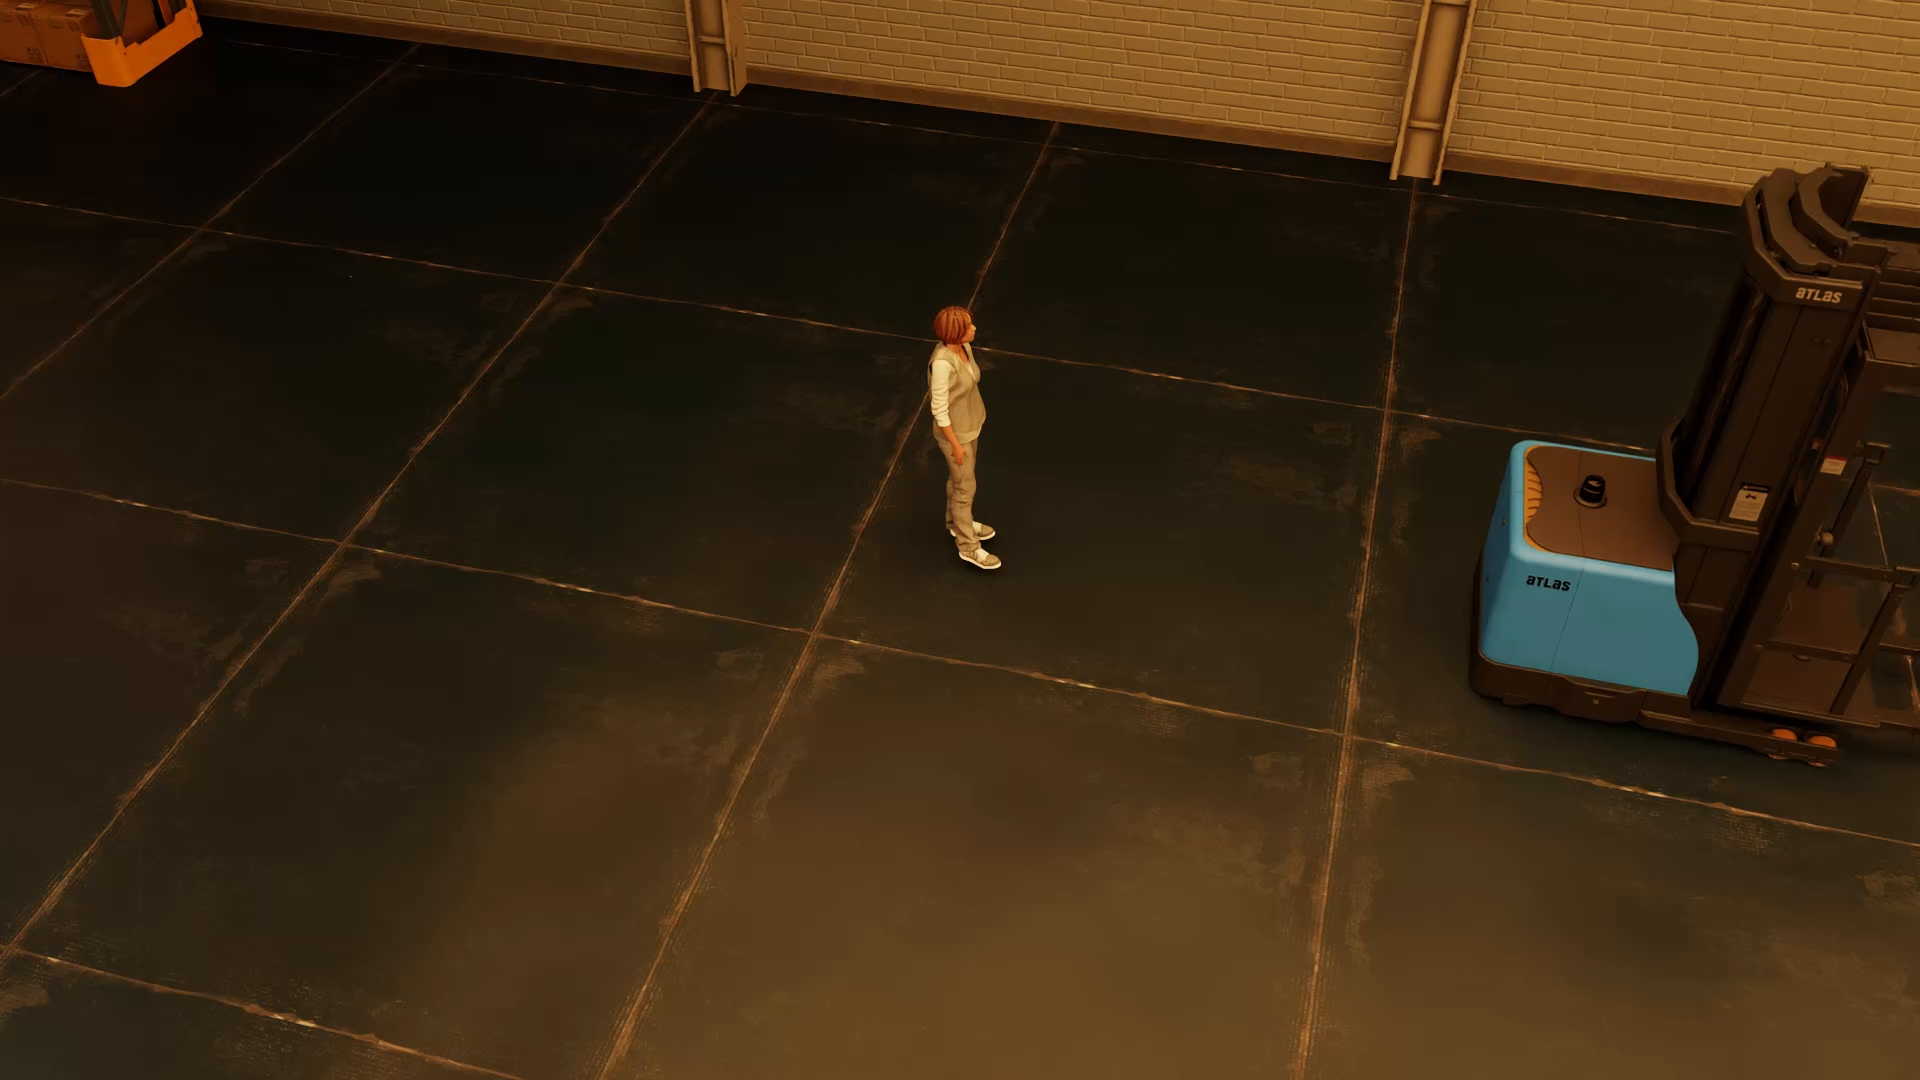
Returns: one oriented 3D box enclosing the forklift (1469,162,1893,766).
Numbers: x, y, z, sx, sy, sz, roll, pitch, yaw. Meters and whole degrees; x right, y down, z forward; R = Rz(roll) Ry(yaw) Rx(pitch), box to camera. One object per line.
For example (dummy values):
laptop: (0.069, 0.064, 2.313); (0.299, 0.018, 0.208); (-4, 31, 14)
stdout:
forklift: (4.359, -0.303, 8.208); (3.031, 2.935, 1.130); (10, 42, 11)

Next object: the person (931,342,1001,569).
person: (0.074, -0.522, 9.581); (0.461, 1.354, 0.520); (10, 42, 11)
